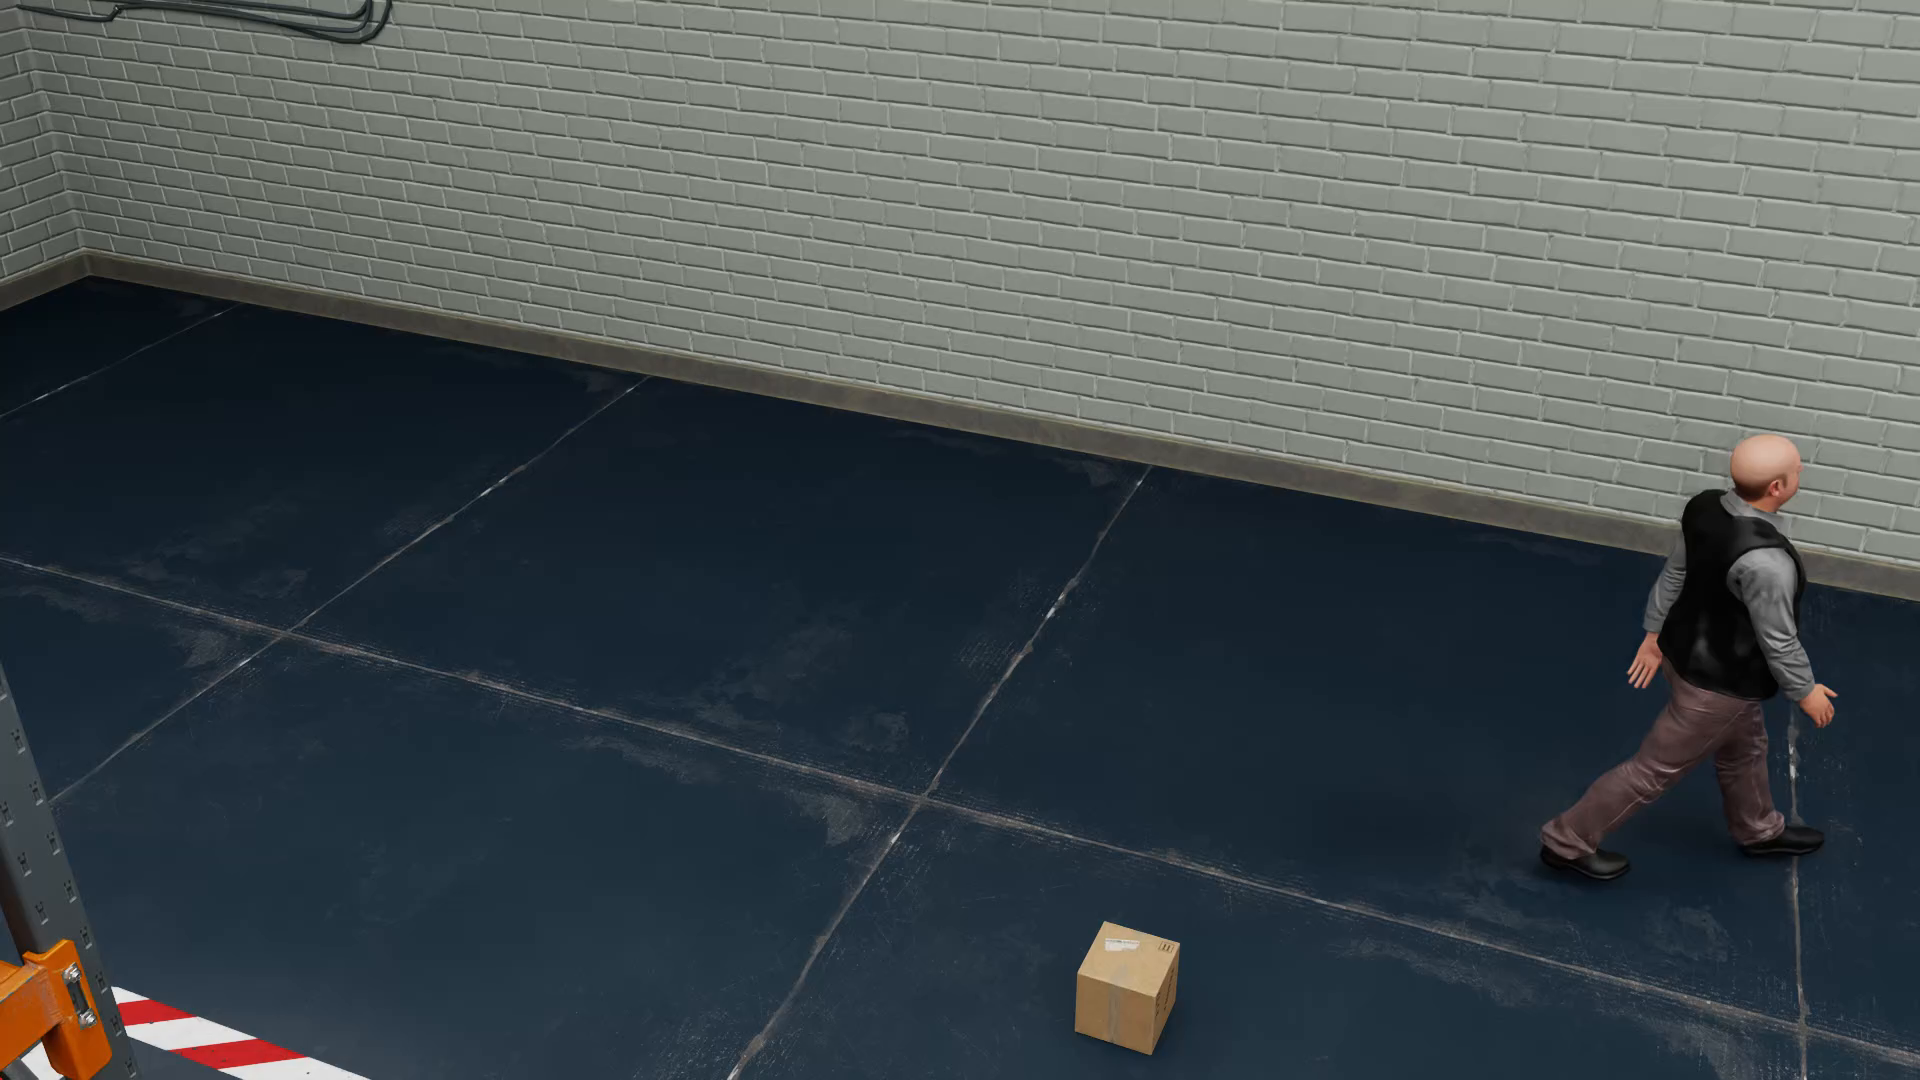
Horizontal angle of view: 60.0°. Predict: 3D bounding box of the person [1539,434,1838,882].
[{"bbox_3d":[2.527,0.422,5.402,1.040,1.667,0.533,2,29,3],"label":"person"}]
